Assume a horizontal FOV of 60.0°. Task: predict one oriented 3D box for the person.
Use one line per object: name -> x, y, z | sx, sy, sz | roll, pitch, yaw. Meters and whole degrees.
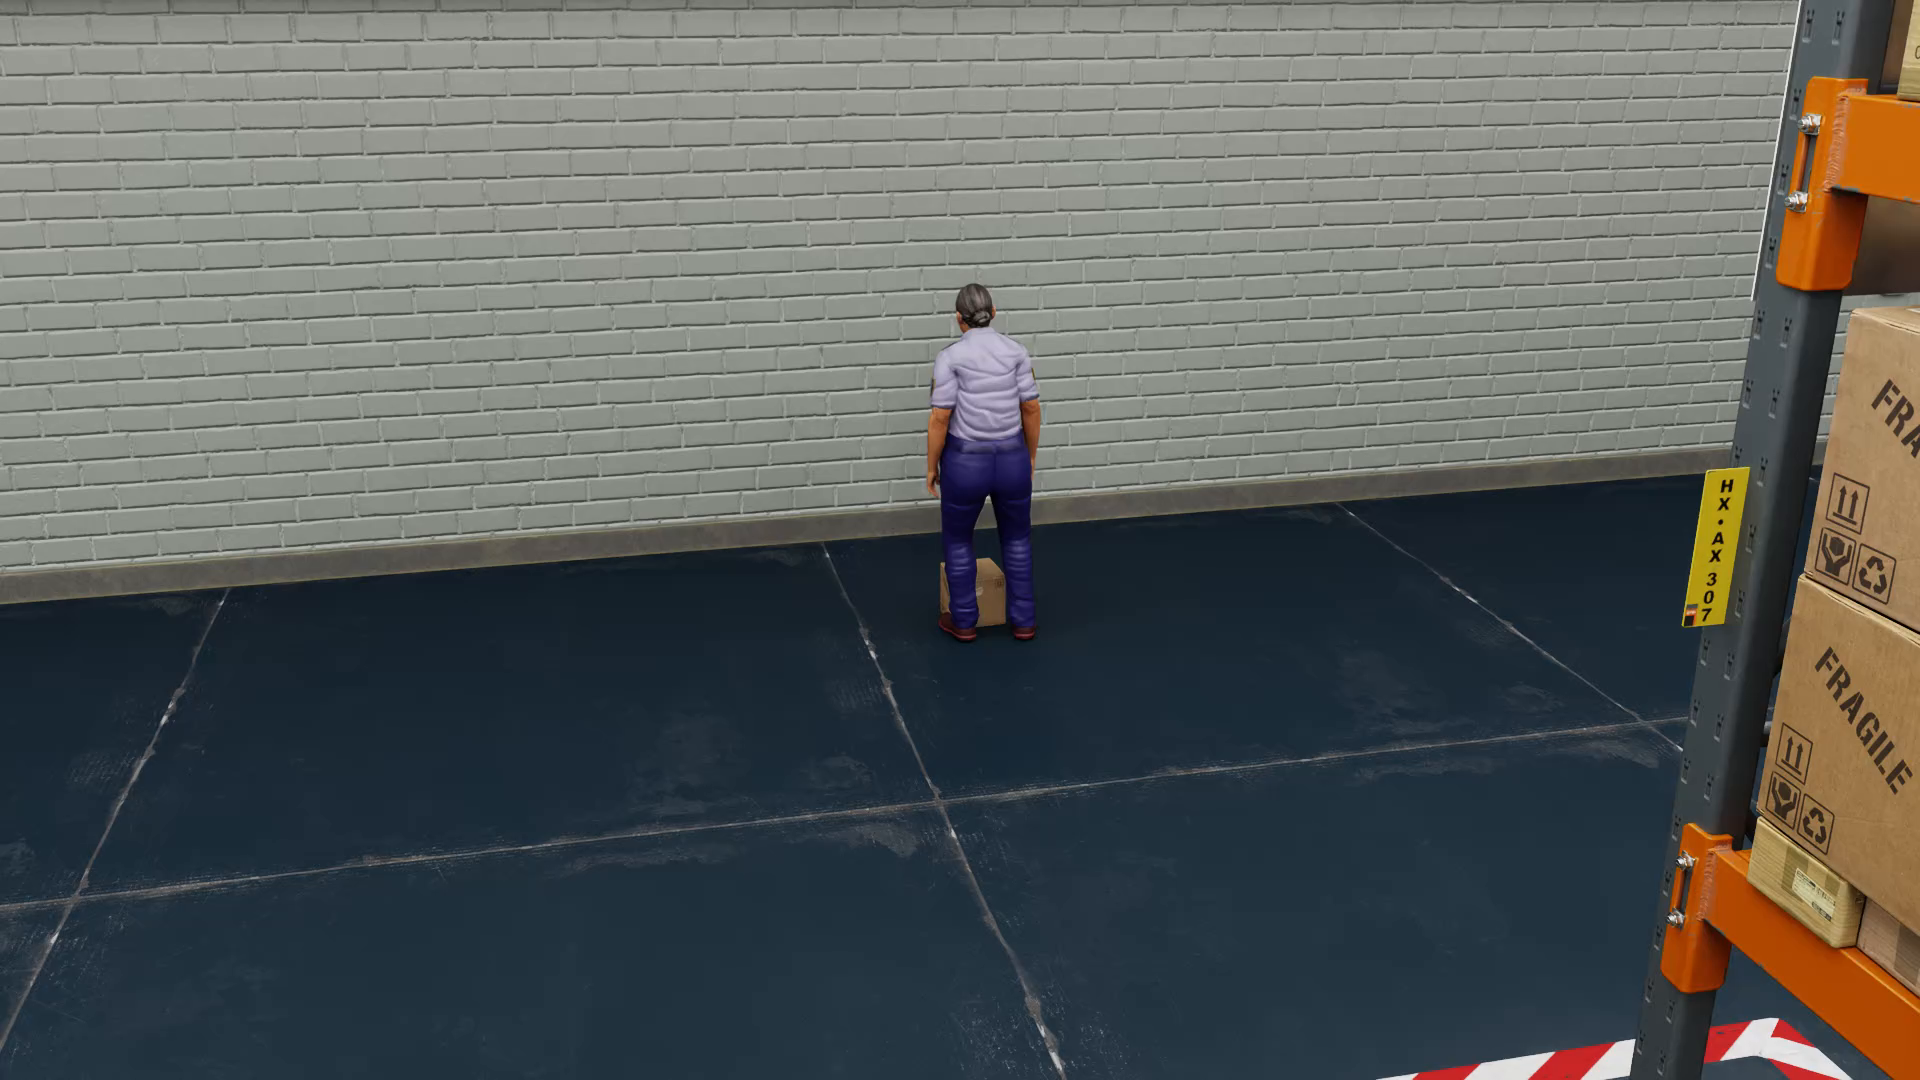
person -> 0.110, -0.335, 7.517 | 0.563, 1.651, 0.426 | -6, 21, -16
